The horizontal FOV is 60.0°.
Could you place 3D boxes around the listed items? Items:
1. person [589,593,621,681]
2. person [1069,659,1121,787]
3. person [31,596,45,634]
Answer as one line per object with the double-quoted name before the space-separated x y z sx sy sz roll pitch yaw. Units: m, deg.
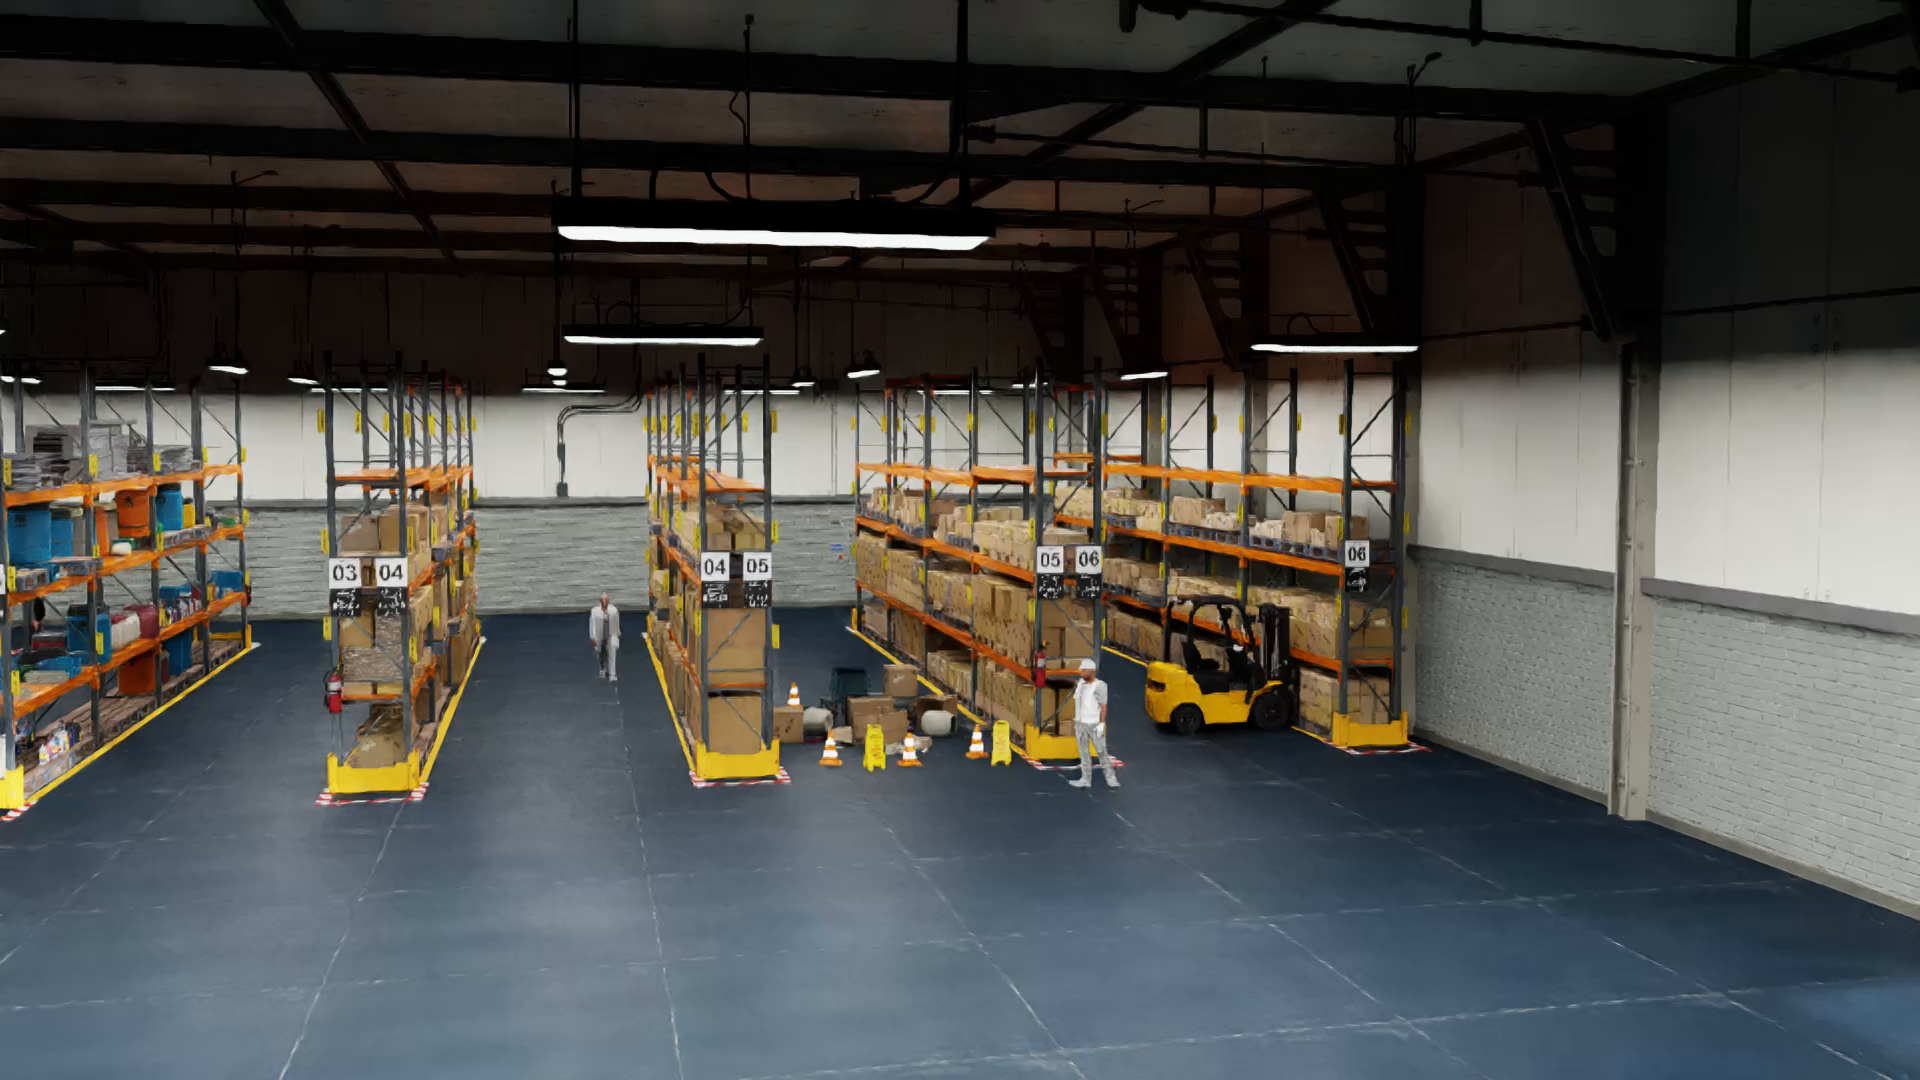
"person" -6.920 1.879 32.438 0.598 1.698 1.172 -1 4 -11
"person" 1.864 2.524 22.952 0.480 1.784 0.744 -4 5 -42
"person" -19.466 1.688 35.006 0.382 1.728 0.659 -1 4 -13
